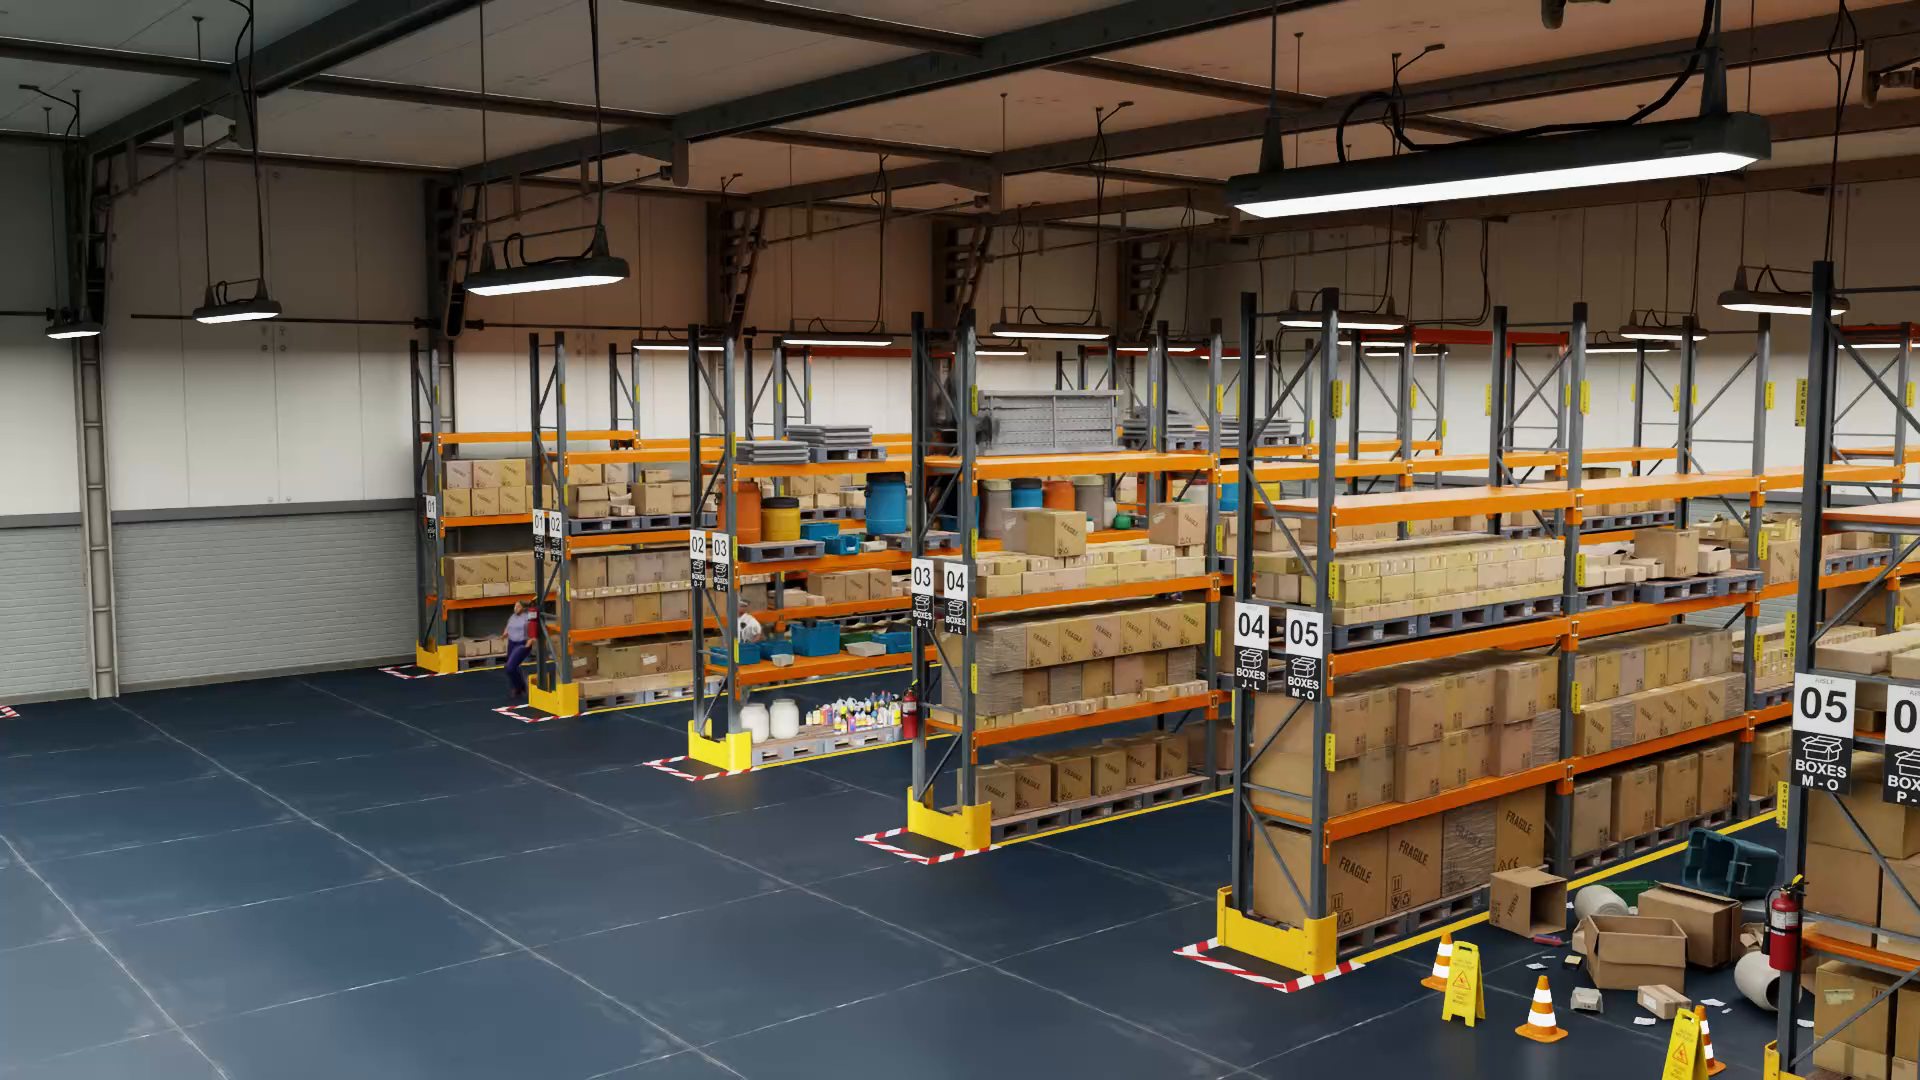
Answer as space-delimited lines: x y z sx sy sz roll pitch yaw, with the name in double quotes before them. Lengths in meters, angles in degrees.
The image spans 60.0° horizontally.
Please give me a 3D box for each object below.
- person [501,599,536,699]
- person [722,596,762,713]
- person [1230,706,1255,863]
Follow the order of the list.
"person" -7.324 1.822 27.577 0.667 1.675 0.567 4 7 36
"person" -3.265 1.702 24.953 0.664 1.752 0.602 3 6 33
"person" 3.286 2.606 18.236 0.638 1.755 0.874 4 7 37
